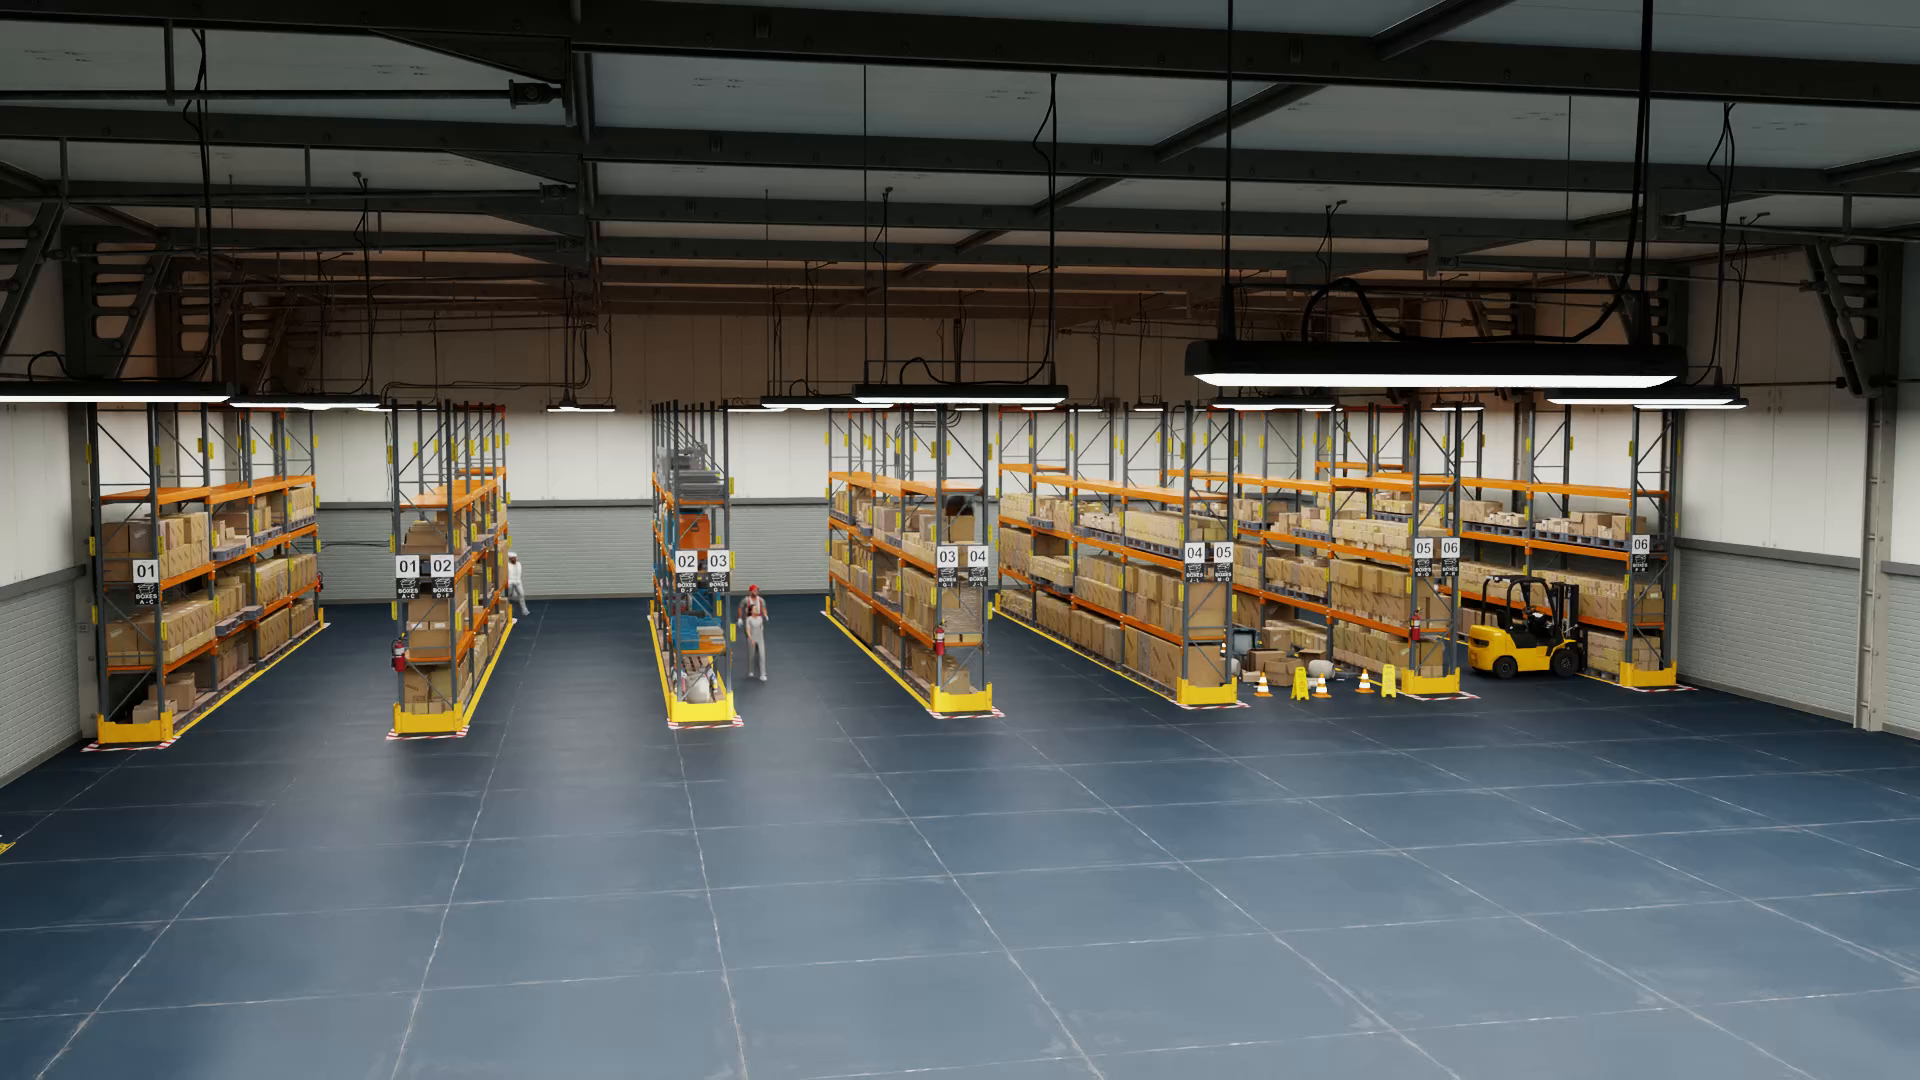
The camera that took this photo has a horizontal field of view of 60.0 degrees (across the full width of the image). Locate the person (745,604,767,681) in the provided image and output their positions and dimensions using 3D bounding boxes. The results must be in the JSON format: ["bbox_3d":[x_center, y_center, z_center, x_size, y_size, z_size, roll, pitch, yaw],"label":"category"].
[{"bbox_3d":[-4.417,2.195,35.878,0.428,1.614,0.978,-1,5,-19],"label":"person"}]

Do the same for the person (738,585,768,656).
[{"bbox_3d":[-4.852,1.952,38.938,0.689,1.813,0.876,-1,4,-10],"label":"person"}]

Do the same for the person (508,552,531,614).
[{"bbox_3d":[-12.737,1.230,47.595,0.581,1.743,0.936,-4,6,-43],"label":"person"}]

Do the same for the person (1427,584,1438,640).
[{"bbox_3d":[10.942,1.928,38.591,0.426,1.800,0.602,2,5,21],"label":"person"}]
